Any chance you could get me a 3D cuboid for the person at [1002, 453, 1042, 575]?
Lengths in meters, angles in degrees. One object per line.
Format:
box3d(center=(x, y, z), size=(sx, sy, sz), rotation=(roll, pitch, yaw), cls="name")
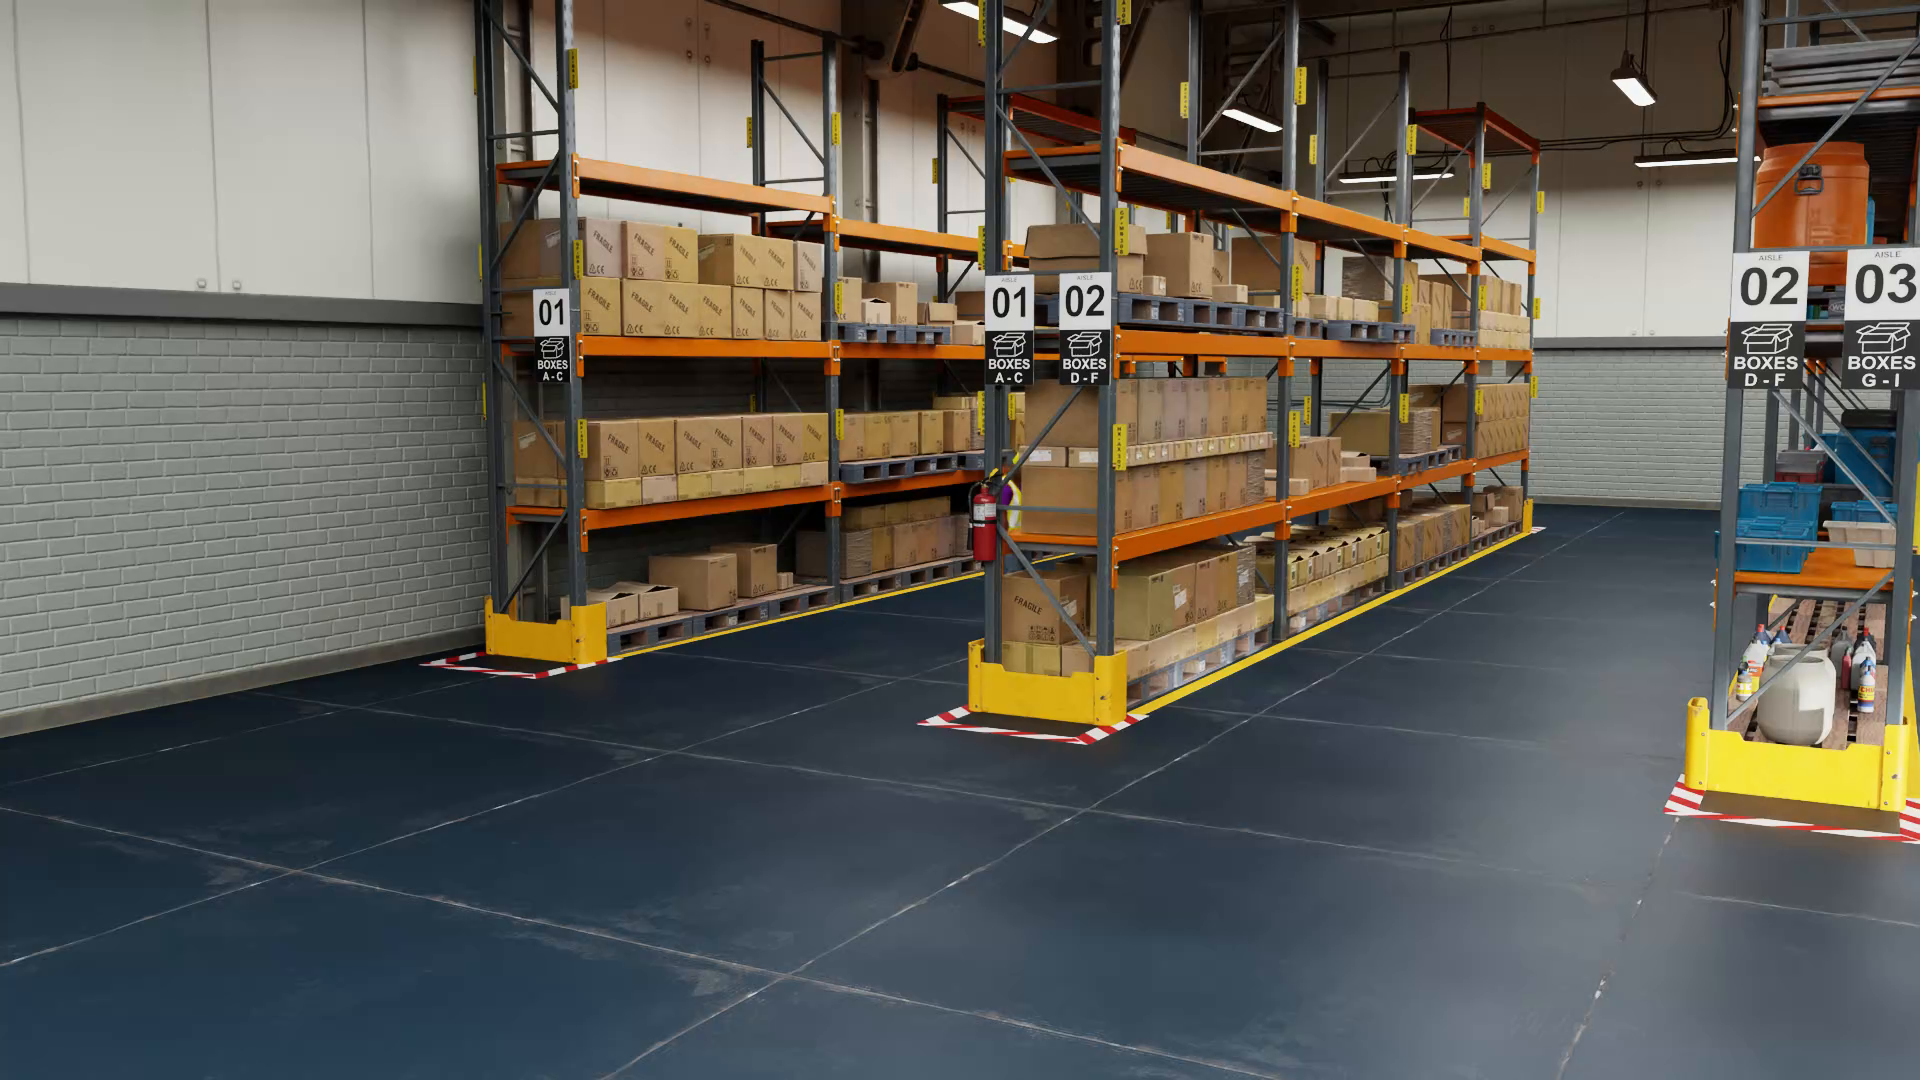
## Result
box3d(center=(0.549, 0.010, 16.136), size=(0.438, 1.725, 0.588), rotation=(3, 7, 30), cls="person")
